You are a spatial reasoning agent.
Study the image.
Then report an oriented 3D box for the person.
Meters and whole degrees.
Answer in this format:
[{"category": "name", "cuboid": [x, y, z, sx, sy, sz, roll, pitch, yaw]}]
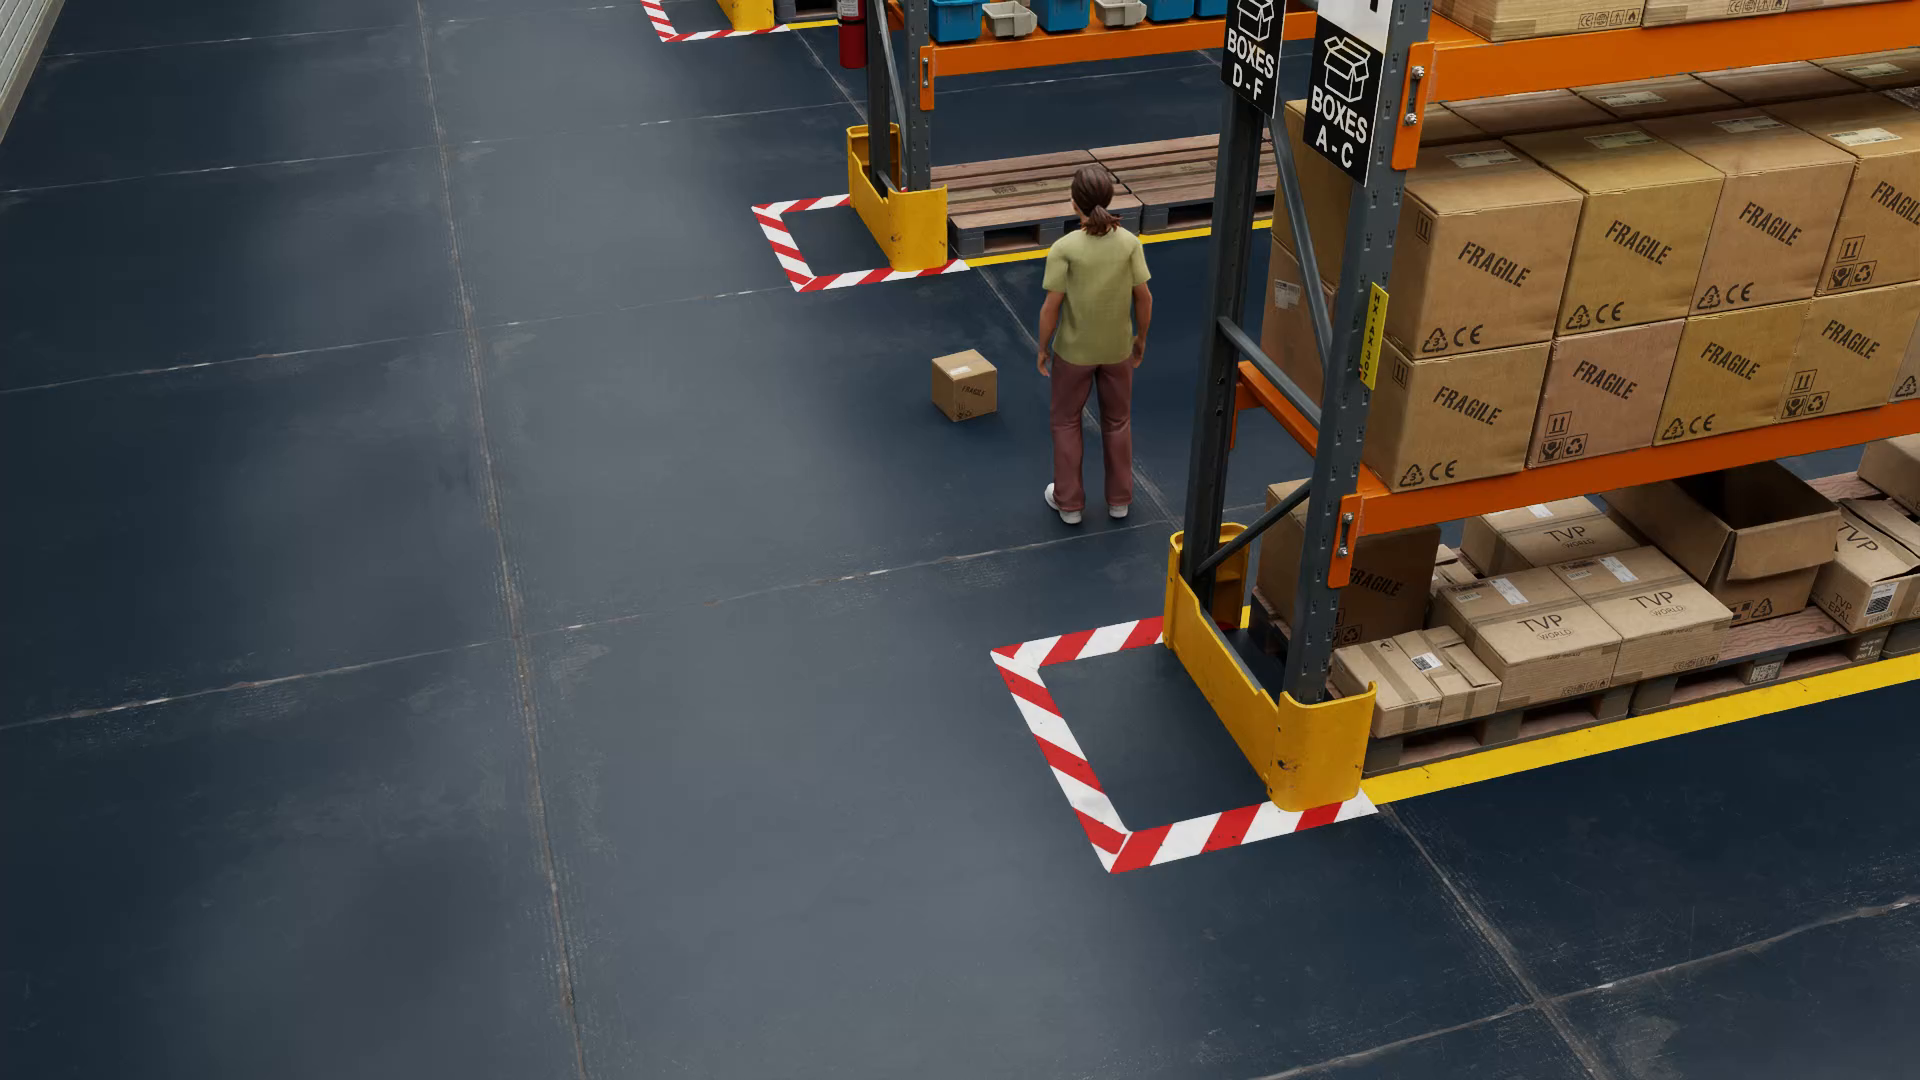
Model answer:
[{"category": "person", "cuboid": [0.584, -0.842, 7.390, 0.503, 1.672, 0.351, -6, 34, -9]}]
